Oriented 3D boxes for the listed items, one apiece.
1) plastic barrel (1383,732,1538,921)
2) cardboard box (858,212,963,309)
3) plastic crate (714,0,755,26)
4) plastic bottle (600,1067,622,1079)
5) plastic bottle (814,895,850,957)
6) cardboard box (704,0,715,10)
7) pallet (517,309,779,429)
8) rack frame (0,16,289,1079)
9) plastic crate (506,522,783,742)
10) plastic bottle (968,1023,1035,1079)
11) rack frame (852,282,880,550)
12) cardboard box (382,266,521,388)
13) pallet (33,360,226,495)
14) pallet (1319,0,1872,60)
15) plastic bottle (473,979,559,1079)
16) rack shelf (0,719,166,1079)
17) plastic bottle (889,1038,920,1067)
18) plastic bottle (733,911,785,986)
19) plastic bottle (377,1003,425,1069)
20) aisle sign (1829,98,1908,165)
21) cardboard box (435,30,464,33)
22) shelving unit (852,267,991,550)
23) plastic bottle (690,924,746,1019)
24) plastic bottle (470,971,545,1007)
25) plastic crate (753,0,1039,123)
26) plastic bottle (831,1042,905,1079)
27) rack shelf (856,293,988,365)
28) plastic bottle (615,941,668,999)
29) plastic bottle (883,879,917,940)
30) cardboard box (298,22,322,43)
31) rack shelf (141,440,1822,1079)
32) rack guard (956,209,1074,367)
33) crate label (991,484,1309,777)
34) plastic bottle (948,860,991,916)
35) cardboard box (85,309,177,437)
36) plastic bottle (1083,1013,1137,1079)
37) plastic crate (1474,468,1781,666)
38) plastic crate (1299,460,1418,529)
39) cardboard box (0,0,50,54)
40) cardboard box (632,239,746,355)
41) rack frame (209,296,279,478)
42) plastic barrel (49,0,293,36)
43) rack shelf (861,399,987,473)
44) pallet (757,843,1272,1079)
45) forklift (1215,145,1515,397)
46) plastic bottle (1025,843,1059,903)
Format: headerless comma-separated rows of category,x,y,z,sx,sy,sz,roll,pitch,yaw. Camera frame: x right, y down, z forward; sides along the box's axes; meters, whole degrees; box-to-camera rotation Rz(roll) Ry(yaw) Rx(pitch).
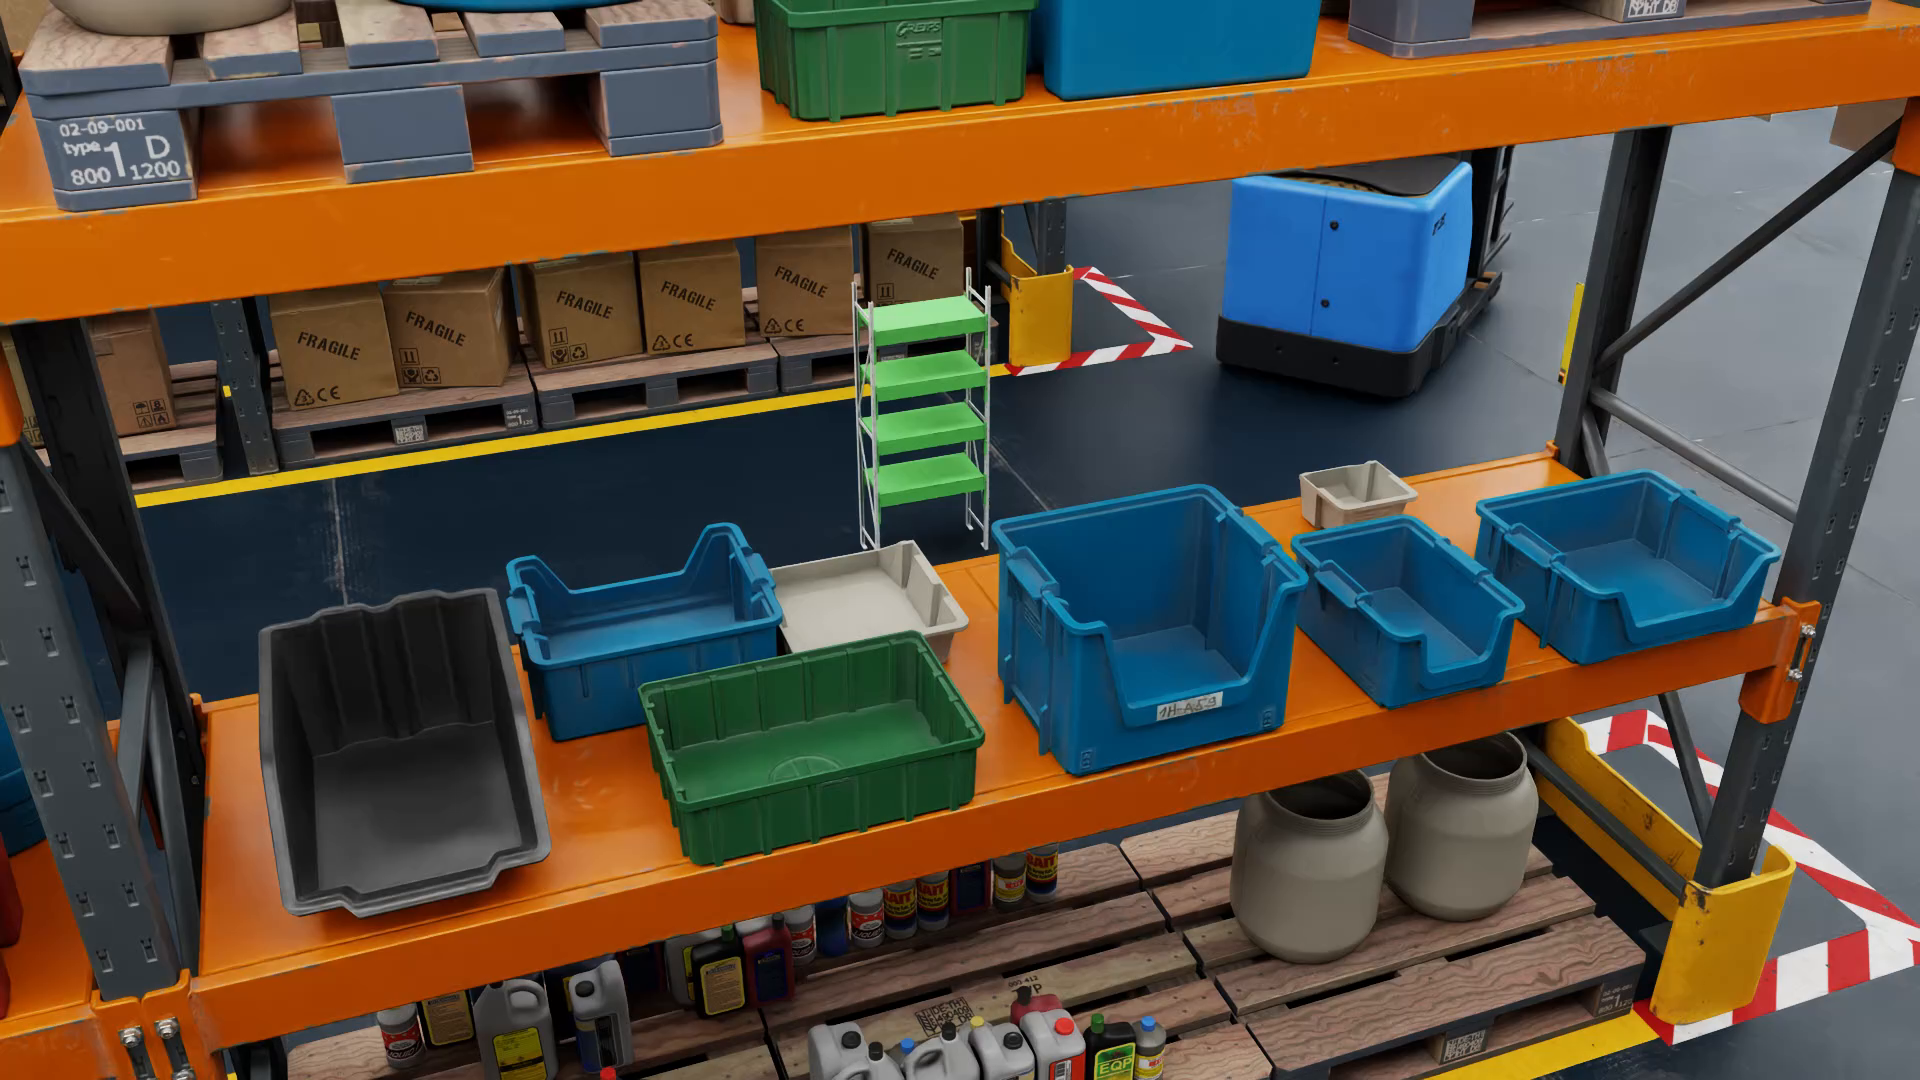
plastic barrel,1.459,0.818,4.874,0.421,0.512,0.421,0,30,0
cardboard box,-0.269,-1.524,8.996,0.500,0.500,0.500,-5,30,-8
plastic crate,-0.336,-1.193,3.550,0.396,0.136,0.243,-10,31,-18
plastic bottle,-0.849,1.407,3.982,0.185,0.351,0.144,-10,31,-18
plastic bottle,-0.364,1.044,4.699,0.097,0.271,0.097,0,30,0
cardboard box,-1.043,-2.751,7.638,0.500,0.500,0.500,-10,31,-18
pallet,-1.664,-0.971,8.740,1.213,0.211,1.003,-10,31,-18
rack frame,-1.701,0.459,3.414,0.053,2.616,0.949,-10,31,-18
plastic crate,-0.757,0.208,4.005,0.616,0.251,0.499,-10,31,-18
plastic bottle,0.105,1.337,4.179,0.135,0.276,0.152,-11,32,-19
rack frame,-0.384,-0.451,6.829,0.015,1.200,0.240,-10,31,-18
cardboard box,-2.504,-1.087,8.228,0.500,0.500,0.500,-1,30,-2
pallet,-4.156,-0.491,7.898,1.213,0.211,1.003,-10,31,-18
pallet,1.240,-1.354,3.757,1.213,0.211,1.003,-10,31,-18
plastic bottle,-1.146,1.242,4.271,0.185,0.351,0.144,-10,31,-18
rack shelf,-3.574,1.118,2.984,4.000,0.370,1.077,-10,31,-18
plastic bottle,-0.132,1.352,4.229,0.097,0.201,0.097,0,30,0
plastic bottle,-0.560,1.093,4.609,0.135,0.276,0.152,-10,31,-17
plastic bottle,-1.468,1.278,4.359,0.097,0.201,0.097,0,30,0
aisle sign,2.220,-1.234,3.760,0.004,0.787,0.394,-10,31,-18
cardboard box,-2.503,-2.129,7.555,0.500,0.500,0.875,-10,31,-18
shelving unit,-0.155,-0.493,6.903,0.503,1.200,0.258,-10,31,-18
plastic bottle,-0.654,1.159,4.485,0.133,0.283,0.061,-10,31,-18
plastic bottle,-1.197,1.175,4.388,0.185,0.351,0.144,-11,32,-19
plastic crate,-0.126,-0.897,2.978,0.450,0.188,0.336,-10,31,-18
plastic bottle,-0.223,1.368,4.051,0.185,0.351,0.144,-11,31,-18
rack shelf,-0.155,-0.854,6.697,0.480,0.148,0.258,-10,31,-18
plastic bottle,-0.879,1.124,4.546,0.133,0.283,0.061,-8,31,-14
plastic bottle,-0.174,1.009,4.760,0.097,0.271,0.097,0,30,0
cardboard box,-2.916,-2.404,7.028,0.500,0.500,0.500,-10,31,-18
rack shelf,0.175,0.428,4.196,4.000,0.370,1.077,-10,31,-18
rack guard,0.251,-1.429,9.253,0.348,0.500,1.175,-10,31,-18
crate label,0.419,0.198,3.837,0.616,0.435,0.502,-10,31,-18
plastic bottle,0.023,0.958,4.838,0.133,0.283,0.061,-10,31,-17
cardboard box,-4.010,-0.847,7.786,0.500,0.500,0.700,-13,32,-21
plastic bottle,0.378,1.308,4.223,0.133,0.283,0.061,-10,31,-16
plastic crate,1.684,0.060,4.265,0.616,0.251,0.499,-10,31,-18
plastic crate,1.098,-0.110,4.680,0.250,0.136,0.298,-10,31,-18
cardboard box,-4.220,-2.208,7.066,1.000,1.000,1.000,-10,31,-17
cardboard box,-1.411,-1.306,8.613,0.500,0.500,0.500,-8,31,-13
rack frame,-3.427,-1.837,7.445,0.127,3.000,1.000,-10,31,-18
plastic barrel,-1.228,-1.057,2.508,0.421,0.512,0.421,0,30,0
rack shelf,-0.155,-0.437,6.934,0.480,0.148,0.258,-10,31,-18
pallet,0.090,1.363,4.644,1.213,0.211,1.003,-10,31,-18
forklift,2.510,-2.690,9.011,1.130,2.935,3.031,15,33,25
plastic bottle,0.241,0.933,4.894,0.097,0.271,0.097,0,30,0
